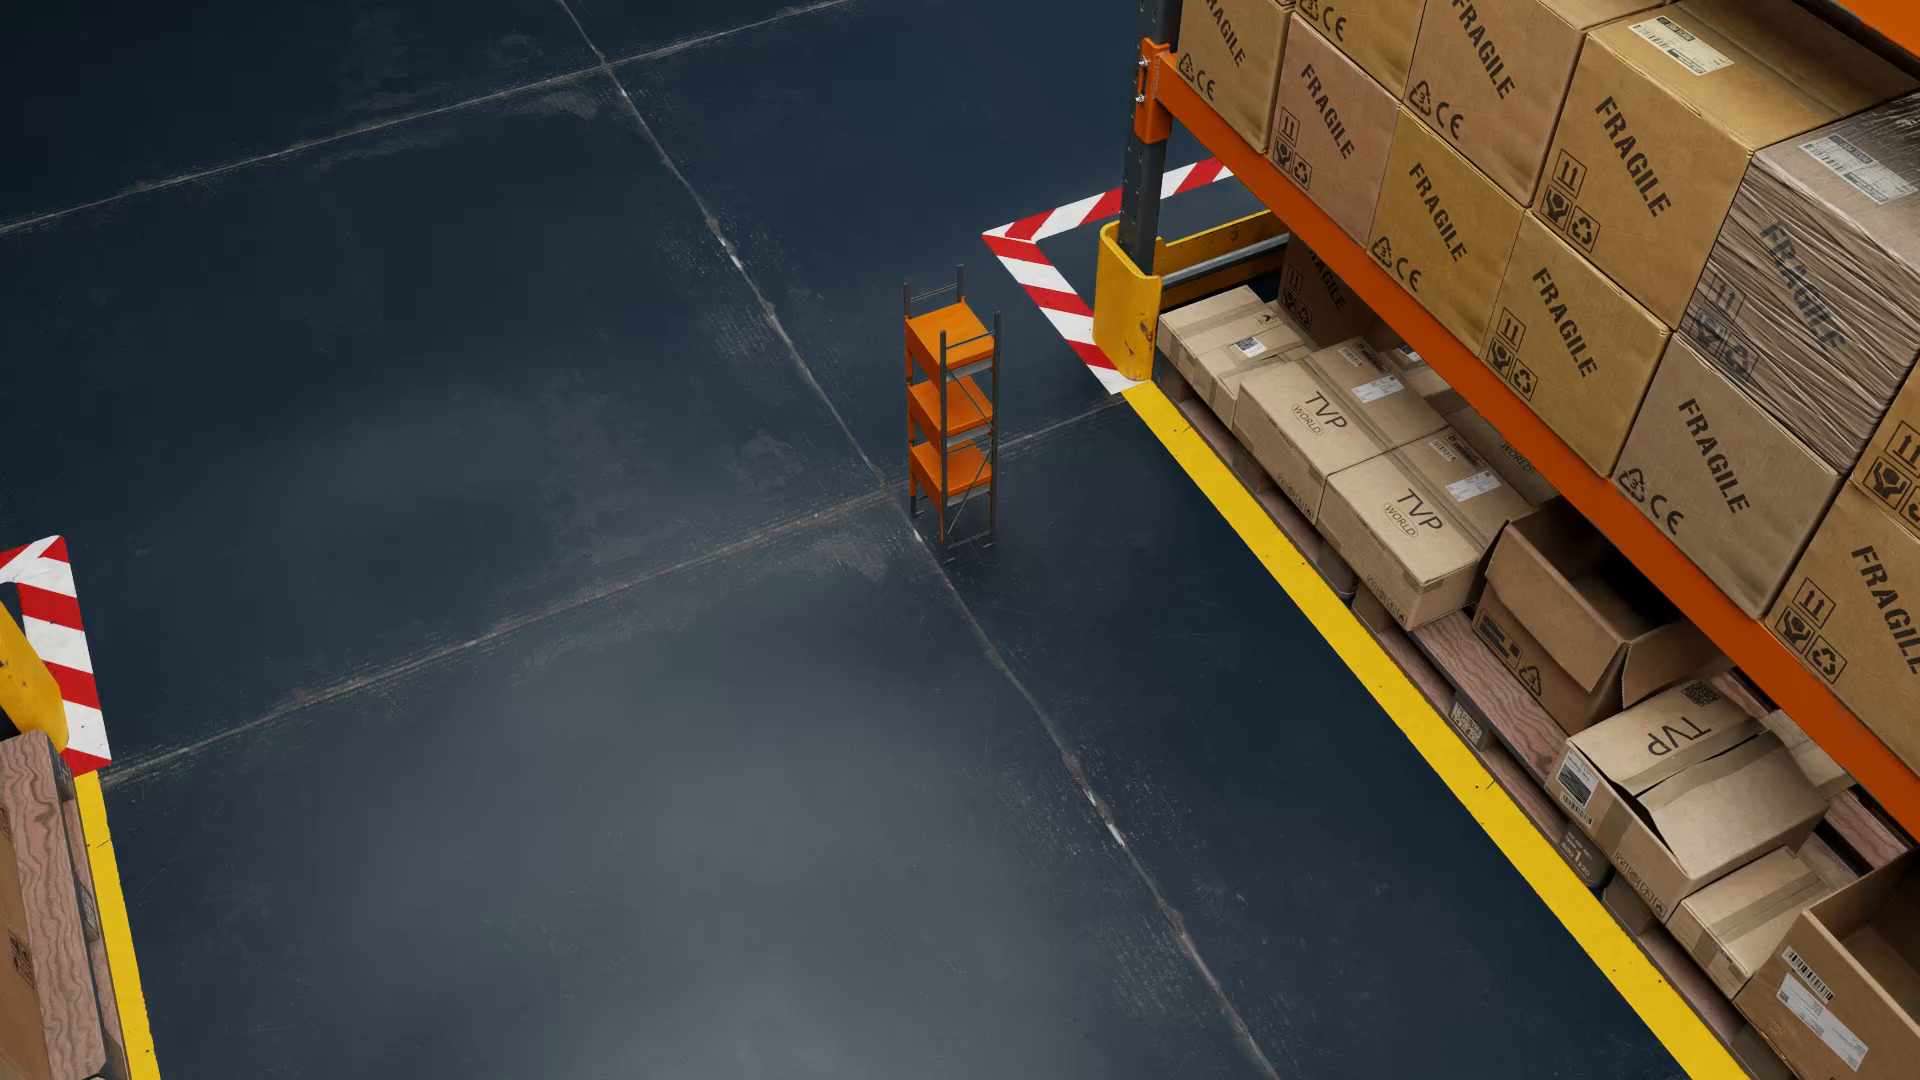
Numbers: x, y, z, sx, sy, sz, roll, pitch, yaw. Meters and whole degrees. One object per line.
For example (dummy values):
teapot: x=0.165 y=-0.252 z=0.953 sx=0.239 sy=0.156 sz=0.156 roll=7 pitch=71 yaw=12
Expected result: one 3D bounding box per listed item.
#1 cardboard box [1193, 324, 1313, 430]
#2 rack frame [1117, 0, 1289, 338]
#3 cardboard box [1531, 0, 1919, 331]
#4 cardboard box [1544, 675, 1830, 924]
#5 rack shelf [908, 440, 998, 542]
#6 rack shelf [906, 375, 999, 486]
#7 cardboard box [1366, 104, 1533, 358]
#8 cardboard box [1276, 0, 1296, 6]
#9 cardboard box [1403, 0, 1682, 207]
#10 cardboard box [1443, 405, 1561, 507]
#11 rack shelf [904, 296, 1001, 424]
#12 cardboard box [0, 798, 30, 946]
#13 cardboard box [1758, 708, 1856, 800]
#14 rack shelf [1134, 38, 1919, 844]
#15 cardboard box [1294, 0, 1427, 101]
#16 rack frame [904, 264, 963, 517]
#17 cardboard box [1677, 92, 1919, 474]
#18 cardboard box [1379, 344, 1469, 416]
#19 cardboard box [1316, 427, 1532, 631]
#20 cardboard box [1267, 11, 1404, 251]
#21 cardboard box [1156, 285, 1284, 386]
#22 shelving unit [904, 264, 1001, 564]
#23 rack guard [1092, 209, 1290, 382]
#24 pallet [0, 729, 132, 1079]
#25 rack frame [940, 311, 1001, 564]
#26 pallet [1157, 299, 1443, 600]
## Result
cardboard box: x=1.052 y=-0.581 z=5.855 sx=0.380 sy=0.166 sz=0.250 roll=-21 pitch=52 yaw=-18
rack frame: x=1.052 y=-1.935 z=5.449 sx=1.000 sy=3.000 sz=0.127 roll=-21 pitch=52 yaw=-18
cardboard box: x=1.724 y=-0.885 z=3.801 sx=0.500 sy=0.500 sz=0.500 roll=-22 pitch=52 yaw=-18
cardboard box: x=2.026 y=0.697 z=4.641 sx=0.500 sy=0.311 sz=0.500 roll=-21 pitch=52 yaw=-18
rack shelf: x=-0.024 y=-0.192 z=5.603 sx=0.215 sy=0.259 sz=0.240 roll=-21 pitch=52 yaw=-18
rack shelf: x=-0.024 y=-0.374 z=5.394 sx=0.215 sy=0.259 sz=0.240 roll=-21 pitch=52 yaw=-18
cardboard box: x=1.488 y=-0.899 z=4.477 sx=0.500 sy=0.500 sz=0.500 roll=-21 pitch=52 yaw=-18
cardboard box: x=1.021 y=-1.909 z=4.696 sx=0.500 sy=0.500 sz=0.500 roll=-20 pitch=52 yaw=-16
cardboard box: x=1.491 y=-1.225 z=4.098 sx=0.500 sy=0.500 sz=0.500 roll=-21 pitch=52 yaw=-17
cardboard box: x=1.928 y=-0.249 z=5.509 sx=0.500 sy=0.250 sz=0.500 roll=-21 pitch=52 yaw=-18
rack shelf: x=-0.024 y=-0.561 z=5.181 sx=0.215 sy=0.259 sz=0.240 roll=-21 pitch=52 yaw=-18
cardboard box: x=-2.942 y=0.893 z=4.358 sx=0.700 sy=0.500 sz=0.500 roll=-21 pitch=52 yaw=-18
cardboard box: x=2.478 y=0.600 z=4.823 sx=0.380 sy=0.166 sz=0.250 roll=-21 pitch=52 yaw=-18
rack shelf: x=1.967 y=-0.359 z=4.549 sx=1.077 sy=0.370 sz=4.000 roll=-21 pitch=52 yaw=-18
cardboard box: x=1.267 y=-1.562 z=4.392 sx=0.500 sy=0.500 sz=0.500 roll=-21 pitch=52 yaw=-17
rack frame: x=-0.080 y=-0.463 z=5.458 sx=0.200 sy=1.050 sz=0.008 roll=-21 pitch=52 yaw=-18
cardboard box: x=1.953 y=-0.548 z=3.506 sx=0.500 sy=0.500 sz=0.500 roll=-21 pitch=52 yaw=-17
cardboard box: x=1.625 y=-0.565 z=5.842 sx=0.380 sy=0.166 sz=0.250 roll=-21 pitch=52 yaw=-18
cardboard box: x=1.506 y=-0.043 z=5.329 sx=0.500 sy=0.250 sz=0.500 roll=-21 pitch=52 yaw=-18
cardboard box: x=1.261 y=-1.236 z=4.772 sx=0.500 sy=0.500 sz=0.500 roll=-22 pitch=52 yaw=-18
cardboard box: x=0.938 y=-0.742 z=6.008 sx=0.380 sy=0.149 sz=0.250 roll=-21 pitch=52 yaw=-18
shelving unit: x=-0.024 y=-0.381 z=5.386 sx=0.215 sy=1.050 sz=0.252 roll=-21 pitch=52 yaw=-18
rack guard: x=1.087 y=-1.061 z=6.346 sx=1.175 sy=0.500 sz=0.348 roll=-21 pitch=52 yaw=-18
pallet: x=-2.915 y=1.200 z=4.560 sx=1.003 sy=0.211 sz=1.213 roll=-21 pitch=52 yaw=-18
rack frame: x=0.031 y=-0.300 z=5.315 sx=0.200 sy=1.050 sz=0.008 roll=-21 pitch=52 yaw=-18
pallet: x=1.452 y=-0.432 z=5.988 sx=1.003 sy=0.211 sz=1.213 roll=-21 pitch=52 yaw=-18
